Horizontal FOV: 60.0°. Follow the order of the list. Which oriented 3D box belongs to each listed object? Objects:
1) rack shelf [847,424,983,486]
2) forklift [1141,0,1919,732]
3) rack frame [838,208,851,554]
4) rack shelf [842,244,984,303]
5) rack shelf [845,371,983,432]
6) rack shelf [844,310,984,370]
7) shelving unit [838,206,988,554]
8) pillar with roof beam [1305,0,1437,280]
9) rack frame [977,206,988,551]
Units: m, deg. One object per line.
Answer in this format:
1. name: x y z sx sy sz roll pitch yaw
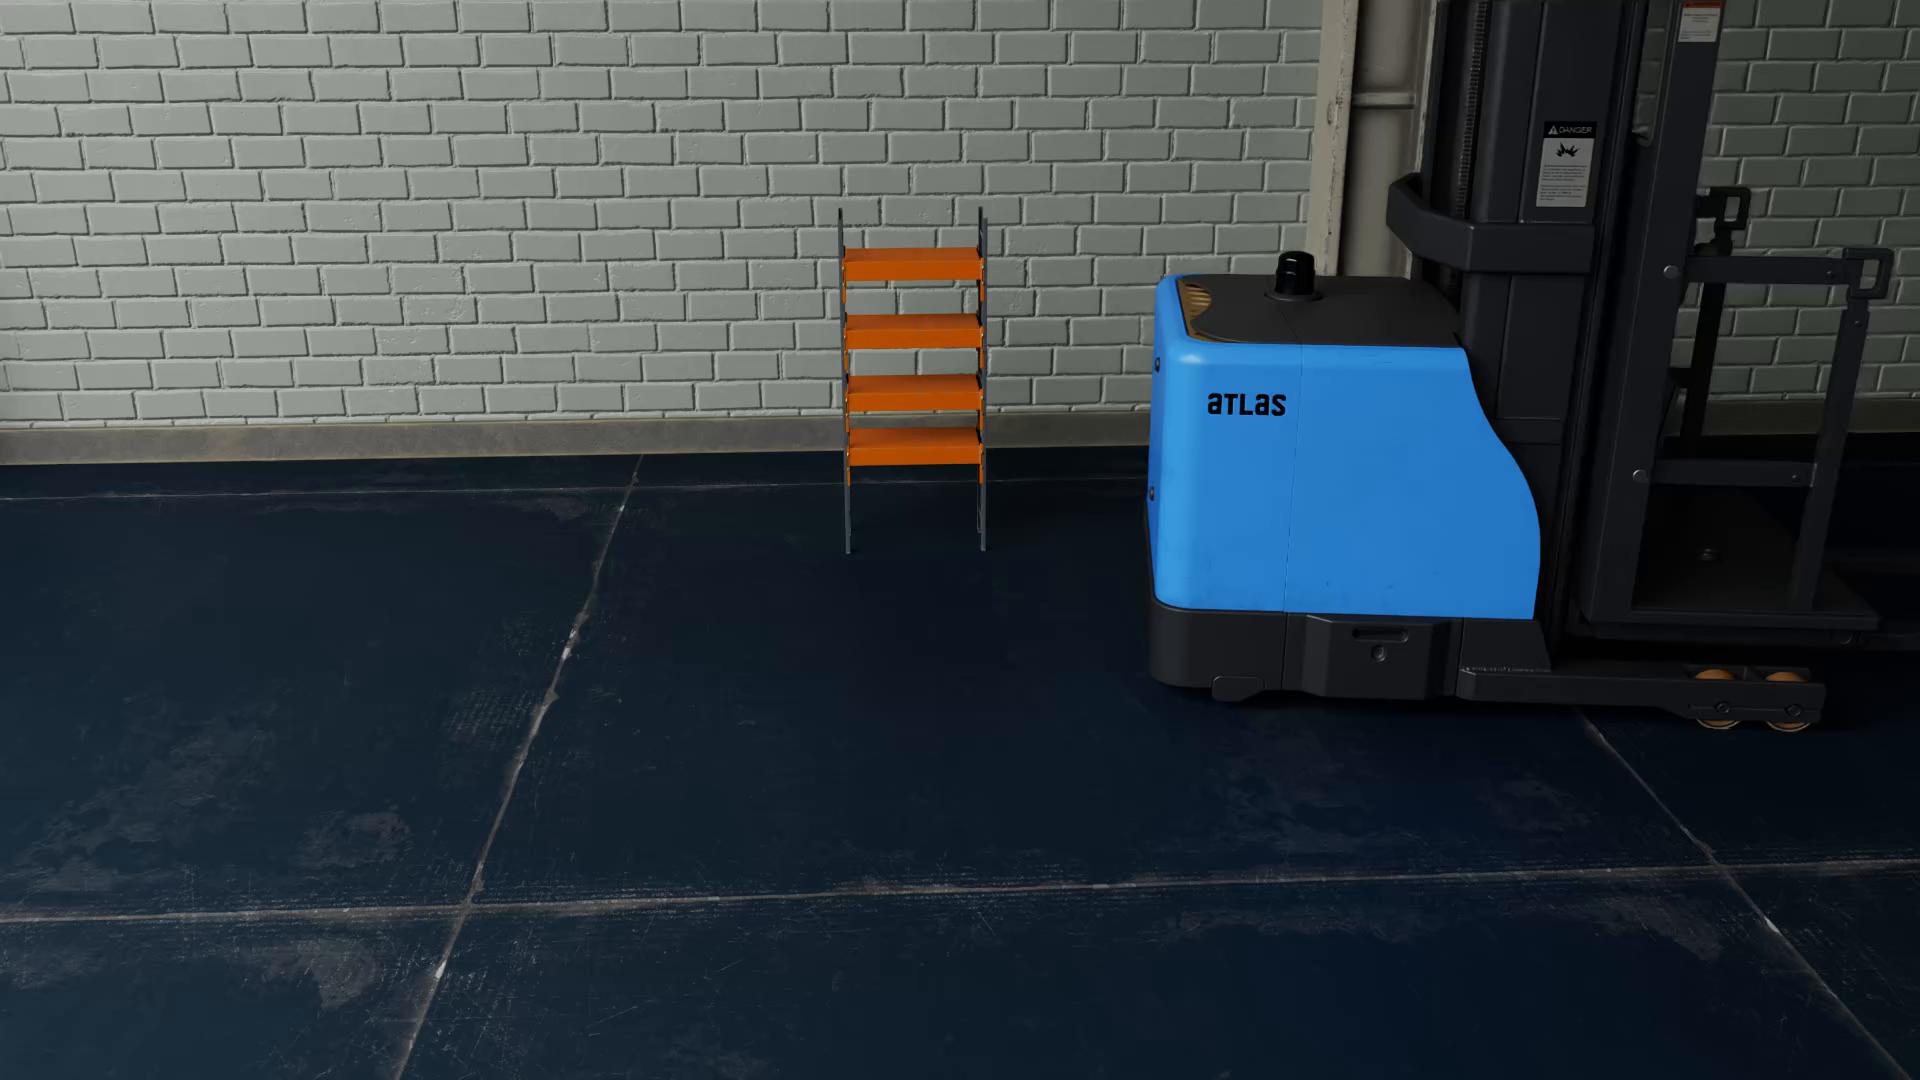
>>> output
1. rack shelf: -0.165 -0.309 5.993 0.480 0.148 0.258 -1 21 -3
2. forklift: 2.097 -1.025 4.693 3.031 2.935 1.130 2 21 4
3. rack frame: -0.409 -0.552 5.886 0.015 1.200 0.240 -1 21 -3
4. rack shelf: -0.165 -0.925 5.759 0.480 0.148 0.258 -1 21 -3
5. rack shelf: -0.165 -0.494 5.923 0.480 0.148 0.258 -1 21 -3
6. rack shelf: -0.165 -0.704 5.843 0.480 0.148 0.258 -1 21 -3
7. shelving unit: -0.165 -0.557 5.899 0.503 1.200 0.258 -1 21 -3
8. pillar with roof beam: 1.898 -3.061 1.512 0.400 9.000 9.100 -1 21 -3
9. rack frame: 0.078 -0.562 5.912 0.015 1.200 0.240 -1 21 -3
